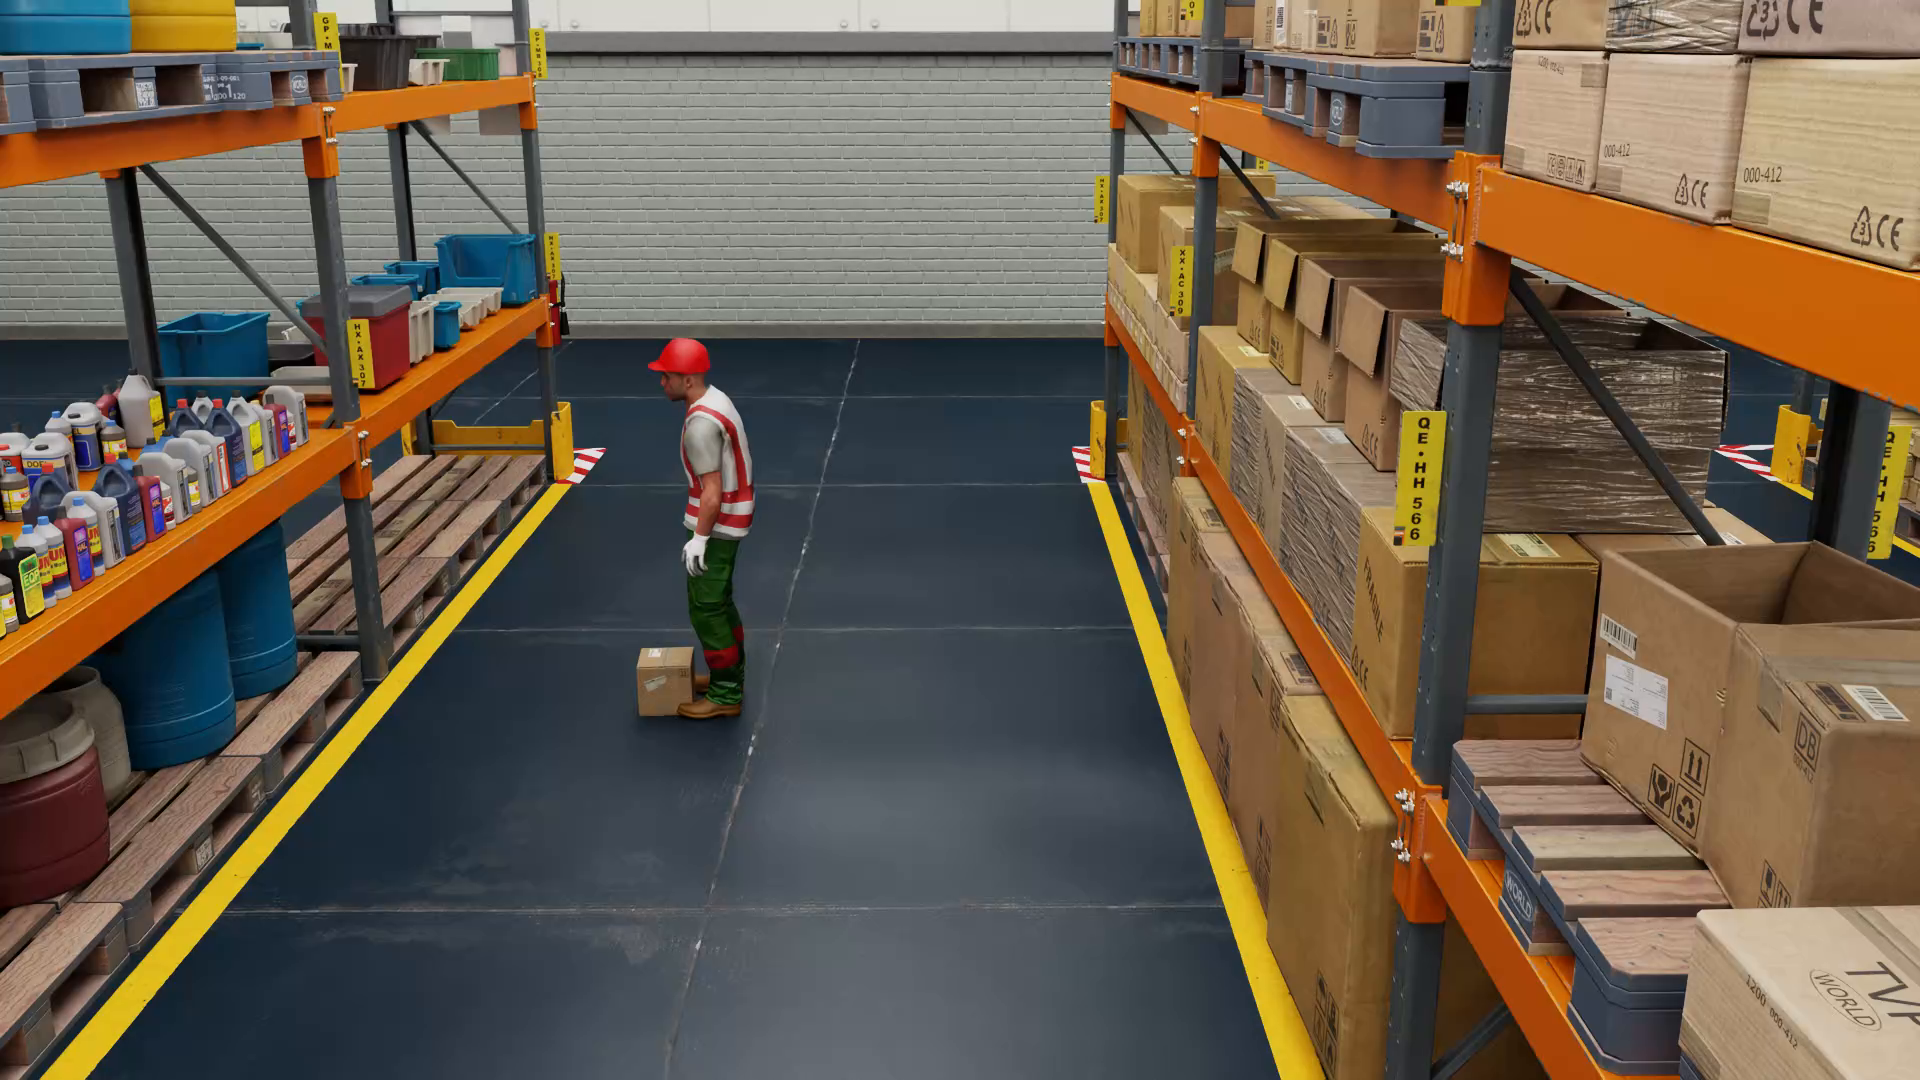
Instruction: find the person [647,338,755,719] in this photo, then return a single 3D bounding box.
[{"bbox_3d":[-1.174,-0.055,7.700,0.454,1.779,0.620,-1,17,-2],"label":"person"}]
